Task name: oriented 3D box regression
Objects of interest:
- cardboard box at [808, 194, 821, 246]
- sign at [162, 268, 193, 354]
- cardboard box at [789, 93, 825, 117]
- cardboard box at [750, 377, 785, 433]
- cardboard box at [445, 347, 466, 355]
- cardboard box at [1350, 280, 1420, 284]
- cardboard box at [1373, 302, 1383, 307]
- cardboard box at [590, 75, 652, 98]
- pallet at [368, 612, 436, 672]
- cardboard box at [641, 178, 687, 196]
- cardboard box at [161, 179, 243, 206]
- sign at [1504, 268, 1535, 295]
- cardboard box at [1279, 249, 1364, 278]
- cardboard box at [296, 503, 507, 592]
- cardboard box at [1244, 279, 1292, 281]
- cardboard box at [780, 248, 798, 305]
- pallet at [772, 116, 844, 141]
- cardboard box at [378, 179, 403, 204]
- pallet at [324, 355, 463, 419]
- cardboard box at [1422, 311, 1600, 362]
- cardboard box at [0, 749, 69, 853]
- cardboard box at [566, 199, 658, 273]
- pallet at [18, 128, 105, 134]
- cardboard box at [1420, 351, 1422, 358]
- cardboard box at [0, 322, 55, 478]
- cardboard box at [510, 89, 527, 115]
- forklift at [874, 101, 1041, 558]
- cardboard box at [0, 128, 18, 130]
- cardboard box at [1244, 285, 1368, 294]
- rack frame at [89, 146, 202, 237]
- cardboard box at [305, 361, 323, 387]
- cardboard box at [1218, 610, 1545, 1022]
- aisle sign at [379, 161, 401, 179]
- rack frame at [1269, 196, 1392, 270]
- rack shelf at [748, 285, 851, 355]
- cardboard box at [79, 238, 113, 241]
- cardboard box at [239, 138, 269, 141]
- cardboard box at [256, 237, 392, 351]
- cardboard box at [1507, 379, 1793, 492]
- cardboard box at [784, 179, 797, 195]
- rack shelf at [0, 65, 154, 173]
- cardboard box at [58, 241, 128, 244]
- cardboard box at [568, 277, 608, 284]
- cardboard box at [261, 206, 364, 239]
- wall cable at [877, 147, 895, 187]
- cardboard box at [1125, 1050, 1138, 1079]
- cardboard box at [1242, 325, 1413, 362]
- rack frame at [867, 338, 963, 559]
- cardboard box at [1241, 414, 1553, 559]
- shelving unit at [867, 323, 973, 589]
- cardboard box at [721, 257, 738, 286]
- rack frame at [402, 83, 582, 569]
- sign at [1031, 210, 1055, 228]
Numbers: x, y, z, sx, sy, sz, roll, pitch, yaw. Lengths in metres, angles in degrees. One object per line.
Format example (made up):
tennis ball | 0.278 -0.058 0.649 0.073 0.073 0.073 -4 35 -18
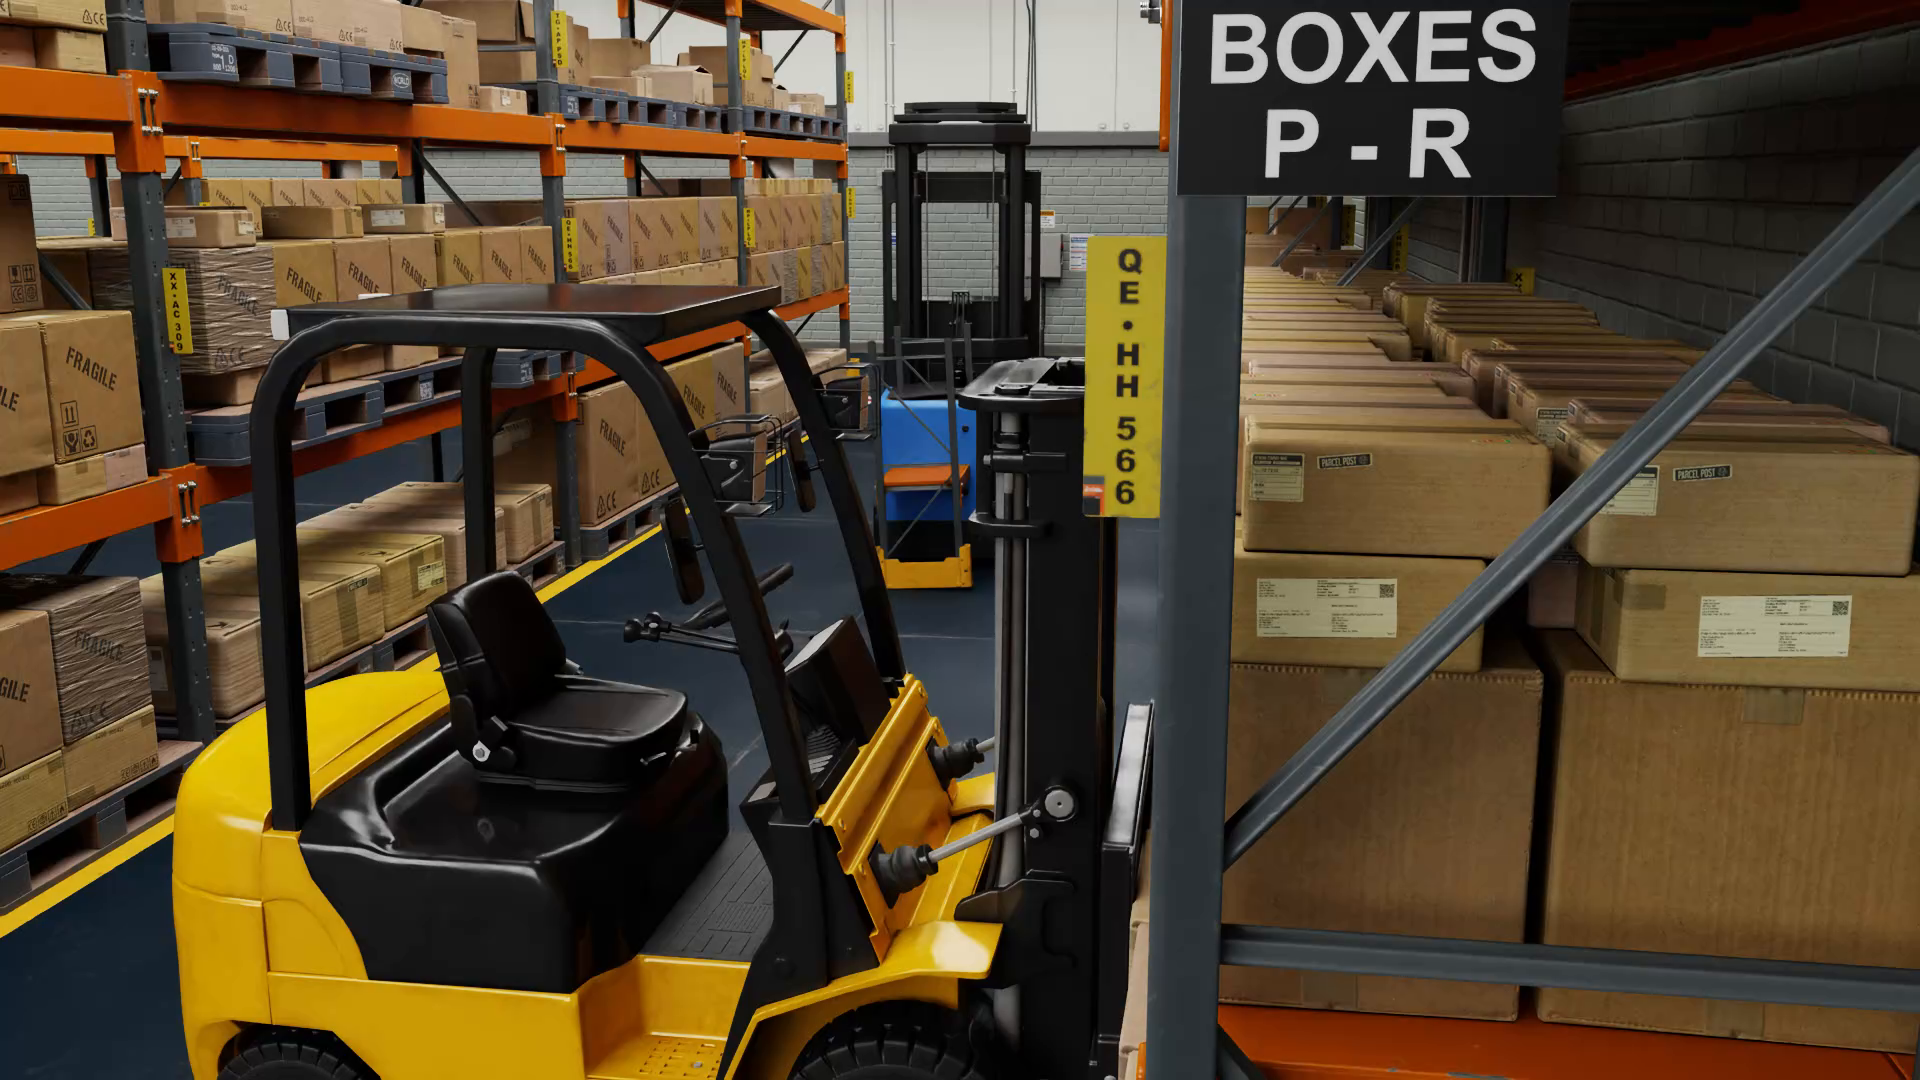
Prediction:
cardboard box | -1.685 -3.192 16.572 0.500 0.500 0.500 2 12 8
sign | -3.024 -0.884 6.420 0.100 0.325 0.005 2 12 9
cardboard box | -1.696 -4.525 17.373 0.500 0.250 0.500 1 12 3
cardboard box | -2.128 -1.222 15.128 0.875 0.438 0.875 2 12 8
cardboard box | -2.803 -1.094 9.049 0.380 0.149 0.250 2 12 10
cardboard box | 2.037 -1.171 8.030 0.380 0.149 0.250 2 12 8
cardboard box | 1.742 -0.855 6.563 0.380 0.149 0.250 2 12 8
cardboard box | -2.473 -3.301 12.128 0.380 0.166 0.250 3 13 13
pallet | -3.258 0.470 8.813 1.003 0.211 1.213 2 12 9
cardboard box | -2.598 -3.071 14.473 0.380 0.149 0.250 2 12 7
cardboard box | -6.927 -3.050 15.211 0.500 0.500 0.500 2 12 10
sign | 1.893 -0.761 5.661 0.100 0.325 0.005 2 12 9
cardboard box | 2.193 -1.505 10.125 0.500 0.500 0.500 2 12 11
cardboard box | -3.148 0.041 9.423 0.950 0.372 0.625 2 12 8
cardboard box | 1.431 -1.189 8.115 0.380 0.149 0.250 2 12 10
cardboard box | -1.836 -2.488 15.681 0.500 0.500 0.500 2 12 9
pallet | -1.819 -4.243 17.151 1.003 0.211 1.213 2 12 9
cardboard box | -6.447 -3.694 18.196 0.500 0.500 0.500 2 12 7
pallet | -3.210 -0.802 8.551 1.003 0.211 1.213 2 12 9
cardboard box | 1.365 -0.486 4.146 0.380 0.149 0.250 2 12 8
cardboard box | -3.459 0.905 5.703 0.500 0.250 0.500 2 12 7
cardboard box | -2.467 -2.152 11.750 0.500 0.500 0.500 2 12 10
pallet | -7.594 -3.315 13.080 1.213 0.211 1.003 2 12 9
cardboard box | 1.493 -0.444 4.657 0.380 0.149 0.250 2 12 9
cardboard box | -3.456 -0.463 5.578 0.500 0.500 0.500 2 12 11
cardboard box | -2.787 -2.580 9.823 0.380 0.149 0.250 2 12 9
forklift | 0.018 -1.565 11.799 1.130 2.935 3.031 0 12 2
cardboard box | -7.360 -3.283 12.248 0.500 0.500 0.500 2 12 9
cardboard box | 1.068 -0.713 5.200 0.380 0.149 0.250 2 12 10
rack frame | -7.238 -2.281 14.959 1.000 3.000 0.127 2 12 9
cardboard box | -3.149 -0.777 7.579 0.380 0.149 0.250 3 12 12
cardboard box | 0.545 0.356 2.483 0.500 0.500 0.500 2 12 7
aisle sign | -6.315 -4.390 18.574 0.394 0.787 0.004 2 12 9
rack frame | 1.959 -1.149 9.706 1.000 3.000 0.127 2 12 9
rack shelf | -2.023 -2.207 16.320 1.077 0.370 4.000 2 12 9
cardboard box | -7.189 -2.455 13.952 0.380 0.149 0.250 1 12 7
cardboard box | -6.838 -3.867 15.551 0.500 0.250 0.500 2 12 8
cardboard box | -3.040 -1.171 7.868 0.500 0.500 0.500 2 12 8
cardboard box | 1.092 -0.167 2.665 0.380 0.149 0.250 2 12 10
cardboard box | -1.773 -3.370 15.862 0.380 0.149 0.250 2 12 9
rack shelf | -3.869 -1.175 4.413 1.077 0.370 4.000 2 12 9
cardboard box | -3.642 -1.083 7.459 0.500 0.500 0.500 2 12 9
cardboard box | -2.624 -1.578 10.864 0.500 0.250 0.500 2 12 8
cardboard box | -3.074 -1.509 7.896 0.380 0.149 0.250 3 12 12
wall cable | -0.872 -4.661 23.516 0.585 1.953 0.123 2 12 9
cardboard box | 0.491 1.060 2.610 0.500 0.250 0.500 2 12 11
cardboard box | 0.806 -0.396 3.729 0.380 0.149 0.250 2 12 9
rack frame | -0.257 -0.446 9.941 0.500 1.500 0.032 -2 12 7
cardboard box | 0.576 -0.077 2.246 0.380 0.149 0.250 2 12 9
shelving unit | -0.199 -0.555 10.443 0.587 1.500 1.083 -2 12 7
cardboard box | -2.158 -2.213 13.813 0.500 0.250 0.500 2 12 9
rack frame | -2.946 -1.309 10.449 1.000 3.000 0.127 2 12 9
sign | 1.159 -4.499 23.291 0.339 0.242 0.001 2 12 9
